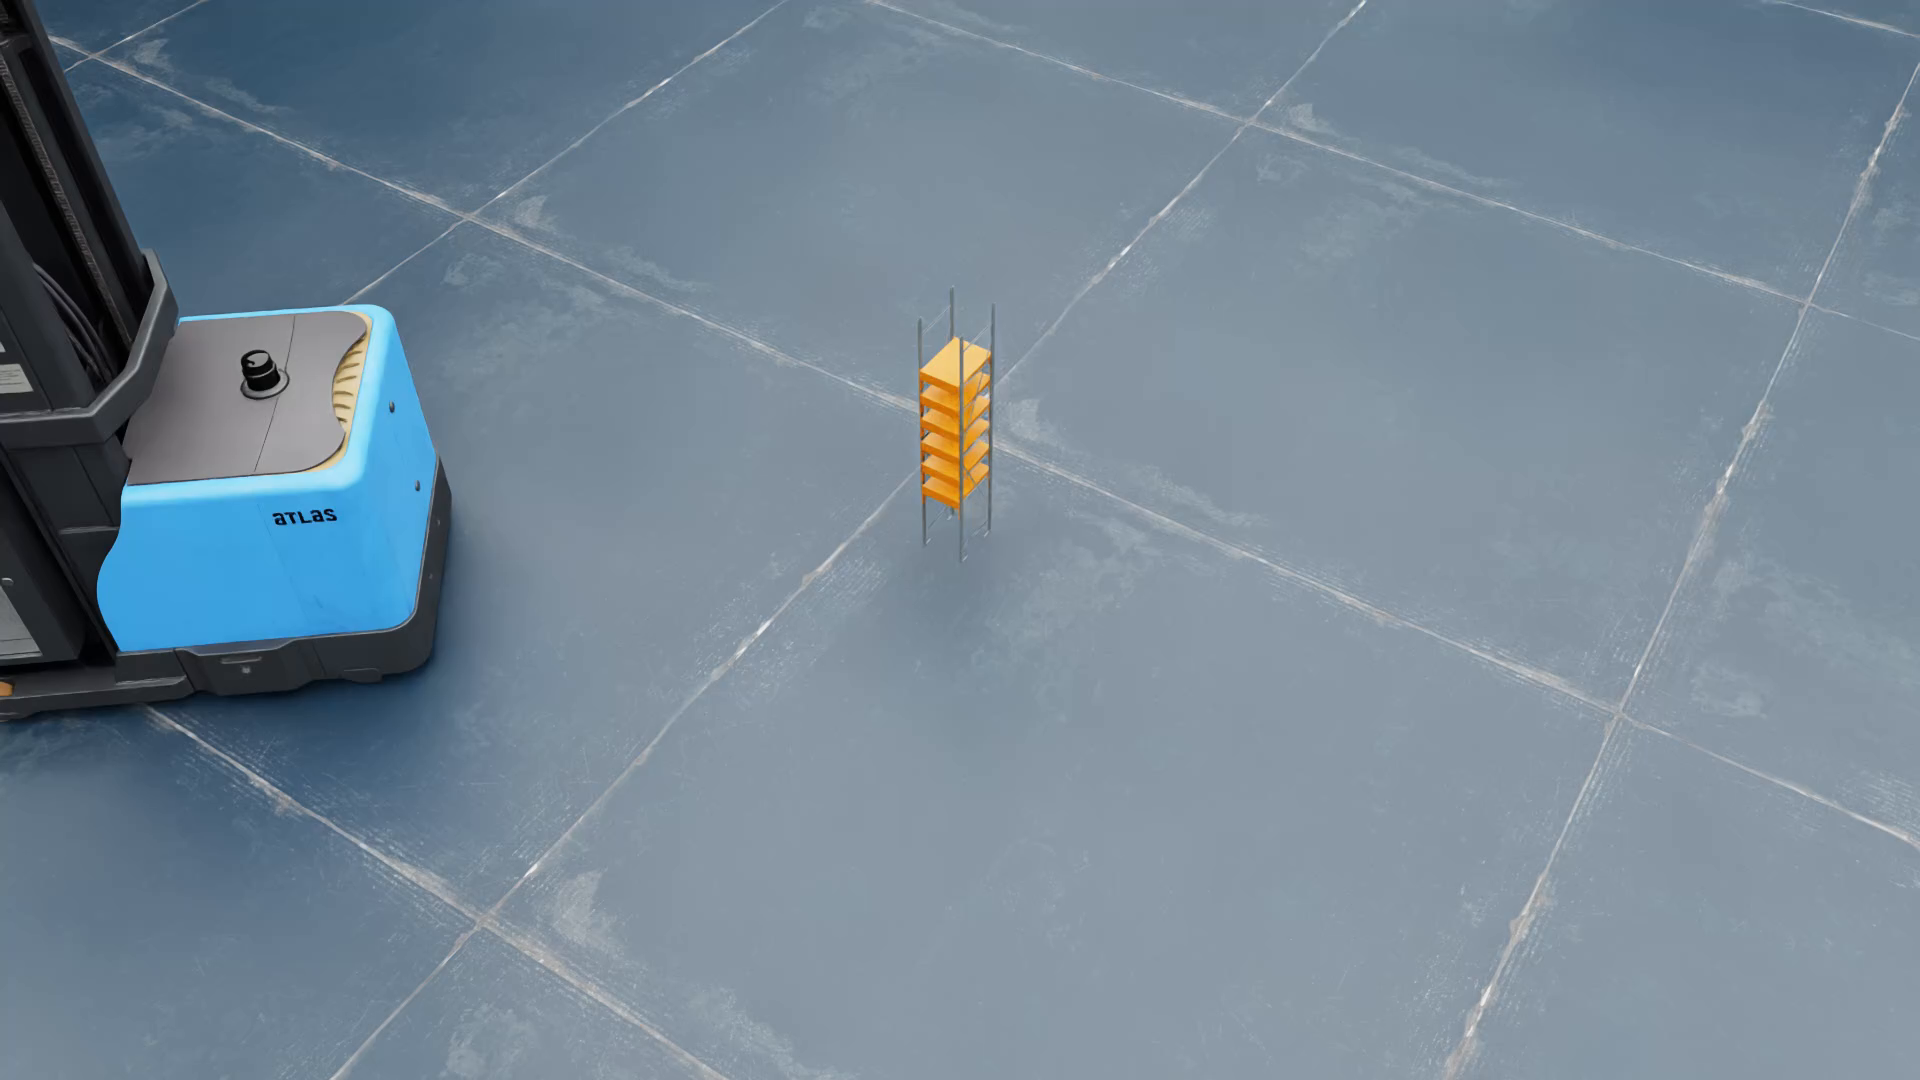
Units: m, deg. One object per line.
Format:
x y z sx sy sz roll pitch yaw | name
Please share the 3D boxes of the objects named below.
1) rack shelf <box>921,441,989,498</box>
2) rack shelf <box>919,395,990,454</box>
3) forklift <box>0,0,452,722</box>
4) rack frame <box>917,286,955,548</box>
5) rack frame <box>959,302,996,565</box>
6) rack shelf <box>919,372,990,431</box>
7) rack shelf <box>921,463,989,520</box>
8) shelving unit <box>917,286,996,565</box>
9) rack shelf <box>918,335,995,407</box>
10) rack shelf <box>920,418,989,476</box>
-0.012 -0.309 6.665 0.180 0.103 0.258 25 51 22 | rack shelf
-0.012 -0.476 6.493 0.180 0.103 0.258 25 51 22 | rack shelf
-3.606 -0.718 5.626 3.031 2.935 1.130 -5 46 -5 | forklift
-0.089 -0.459 6.581 0.006 1.200 0.240 25 51 22 | rack frame
0.065 -0.388 6.513 0.006 1.200 0.240 25 51 22 | rack frame
-0.012 -0.560 6.407 0.180 0.103 0.258 25 51 22 | rack shelf
-0.012 -0.226 6.751 0.180 0.103 0.258 25 51 22 | rack shelf
-0.012 -0.424 6.547 0.189 1.200 0.258 25 51 22 | shelving unit
-0.012 -0.644 6.321 0.180 0.103 0.258 25 51 22 | rack shelf
-0.012 -0.393 6.579 0.180 0.103 0.258 25 51 22 | rack shelf
